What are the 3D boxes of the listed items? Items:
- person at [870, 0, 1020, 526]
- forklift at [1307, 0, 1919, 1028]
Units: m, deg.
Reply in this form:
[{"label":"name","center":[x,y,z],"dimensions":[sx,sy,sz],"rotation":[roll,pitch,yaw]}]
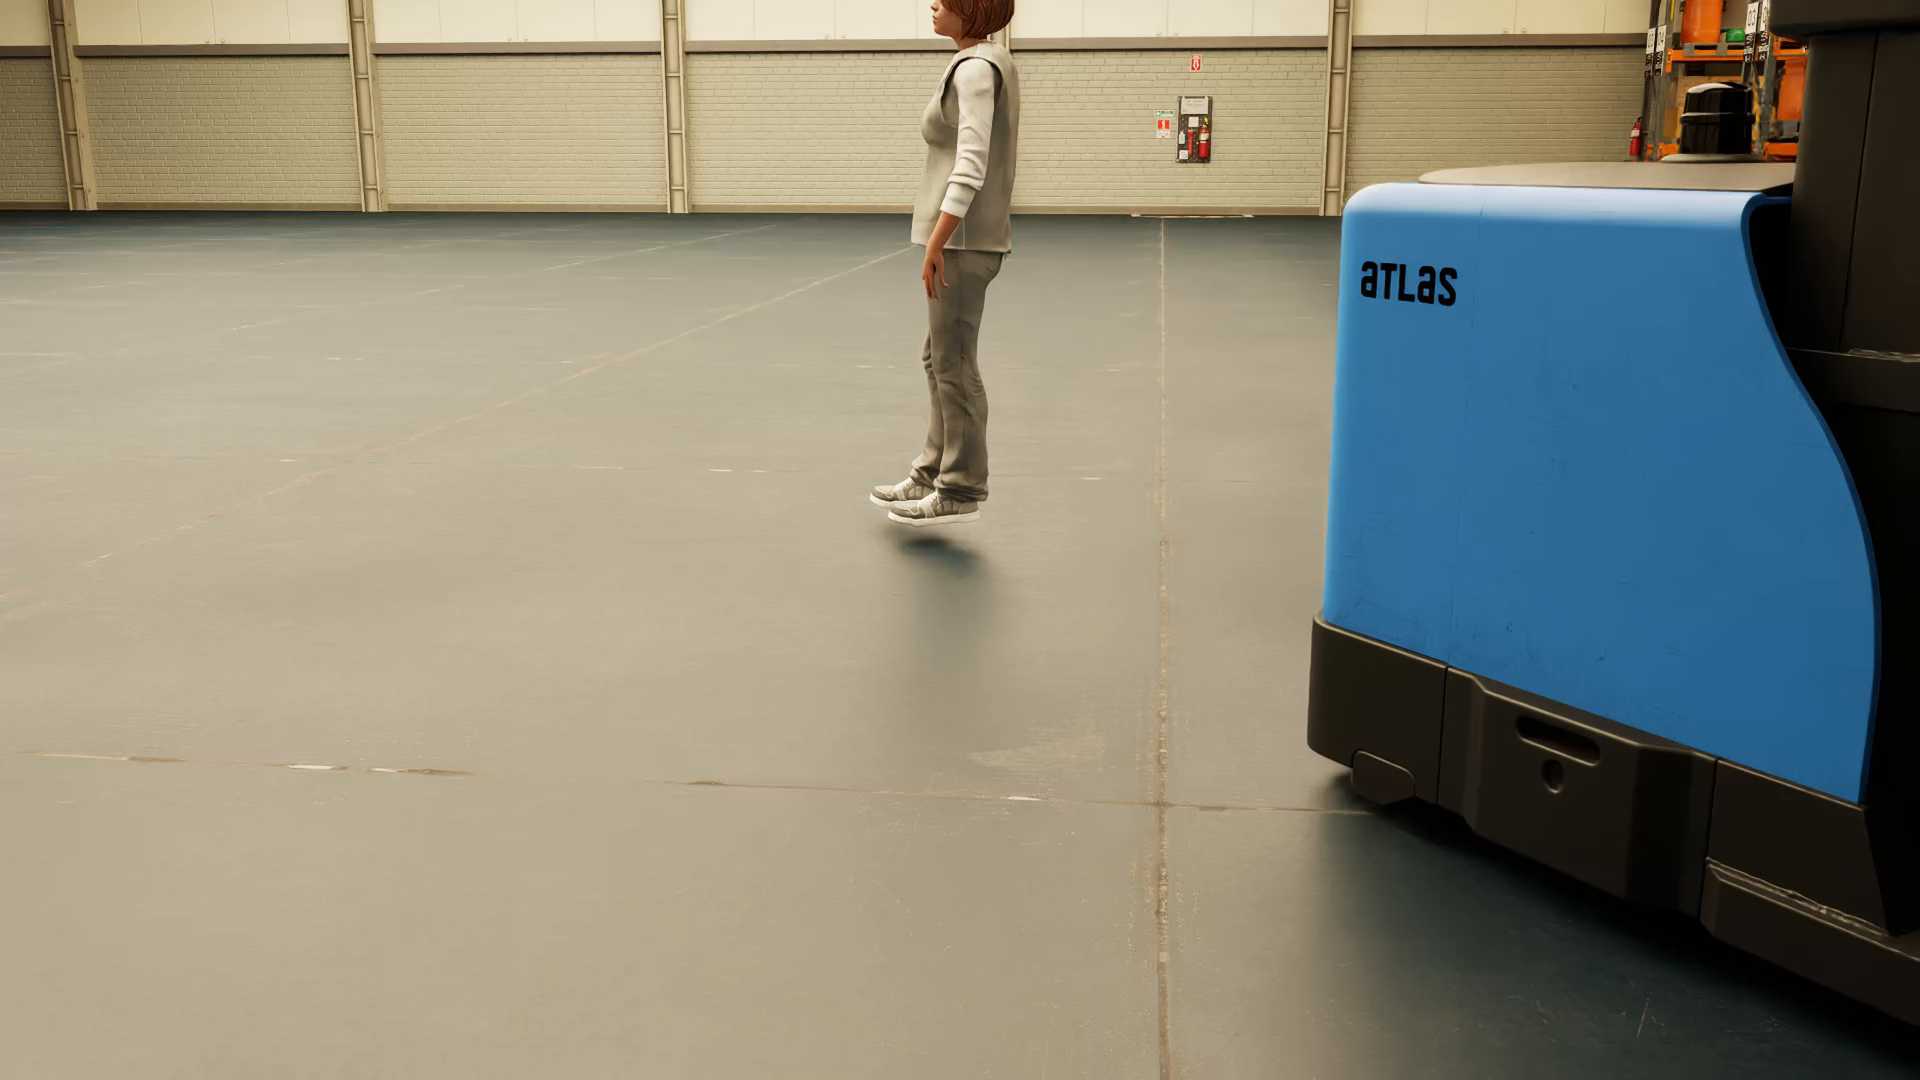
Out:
[{"label":"person","center":[-0.071,-0.829,4.776],"dimensions":[0.475,1.596,0.520],"rotation":[2,13,7]},{"label":"forklift","center":[1.822,-0.756,1.744],"dimensions":[1.130,2.935,3.031],"rotation":[-8,15,-30]}]
